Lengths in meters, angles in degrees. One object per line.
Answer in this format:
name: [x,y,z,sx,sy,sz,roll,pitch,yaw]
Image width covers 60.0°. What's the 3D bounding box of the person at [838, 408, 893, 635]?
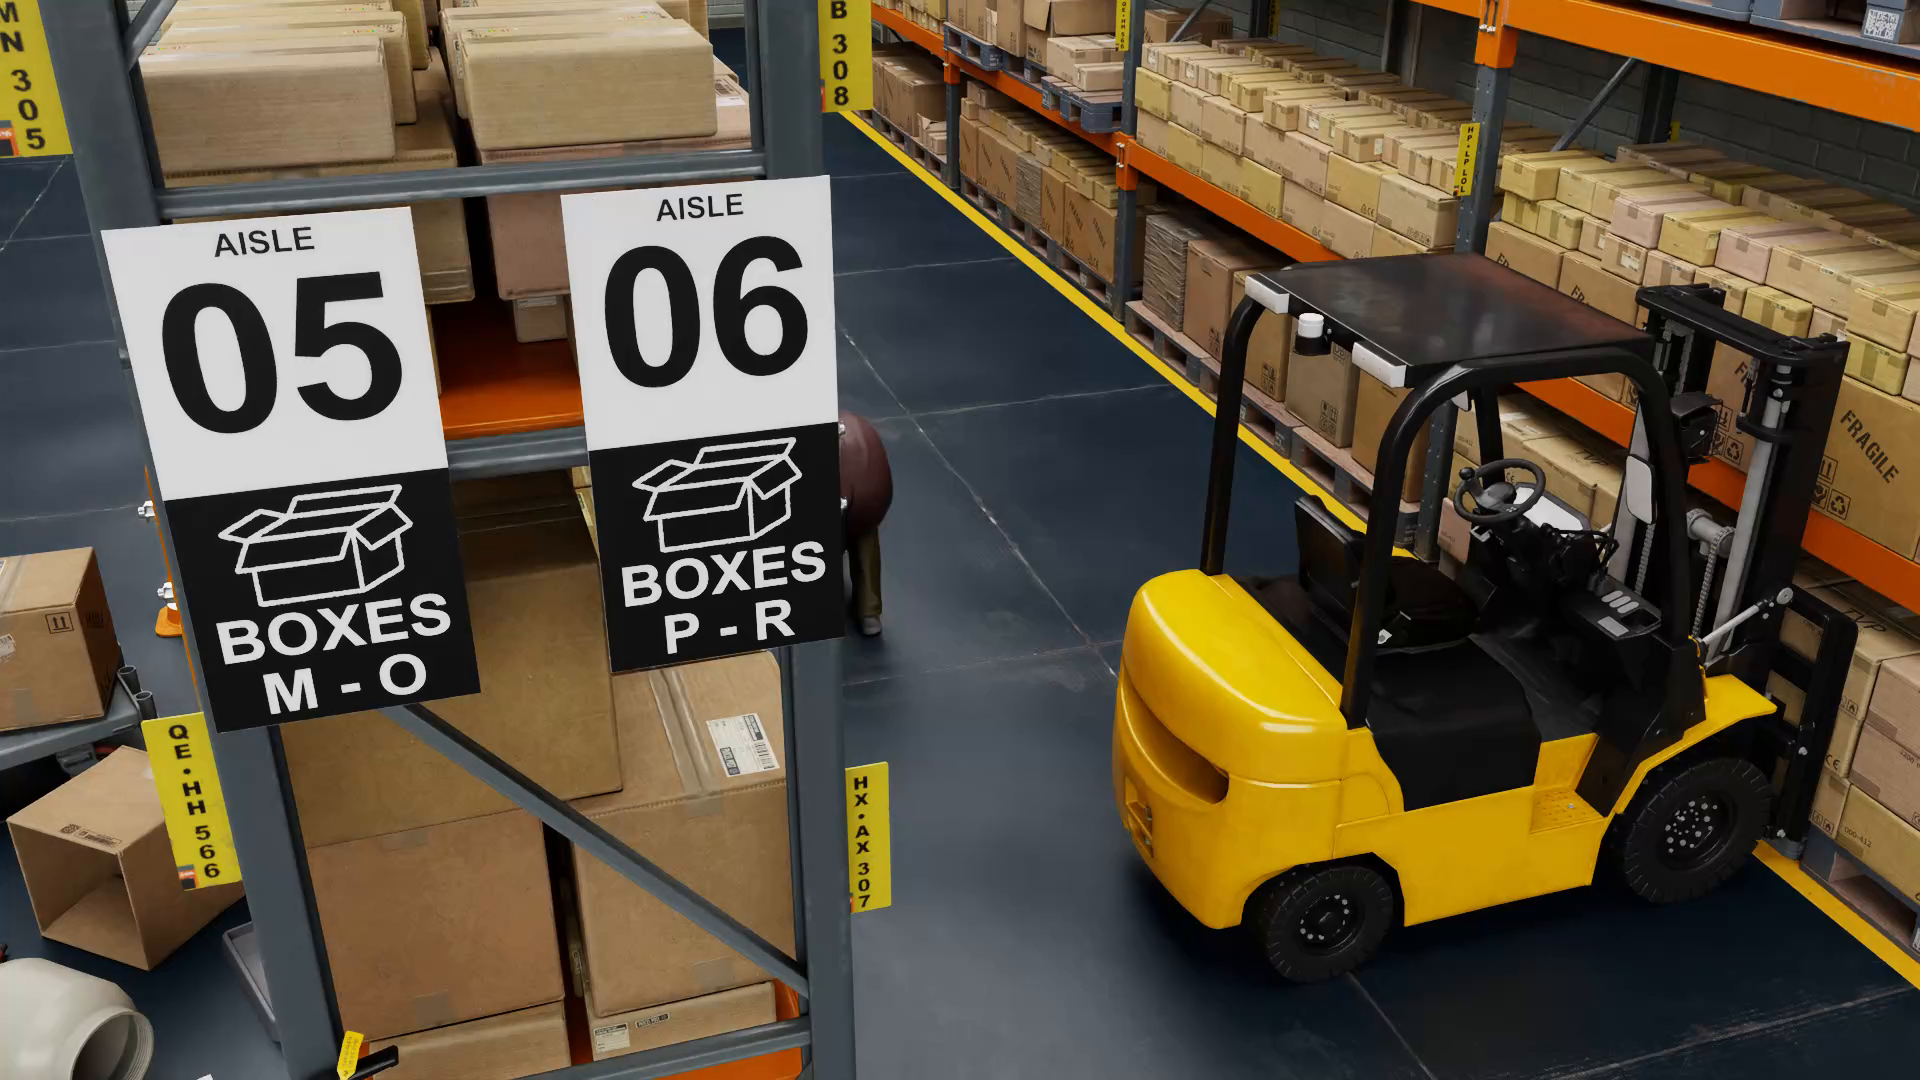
person: [-0.641,-0.153,7.768,0.585,1.052,0.946,-10,28,-20]
